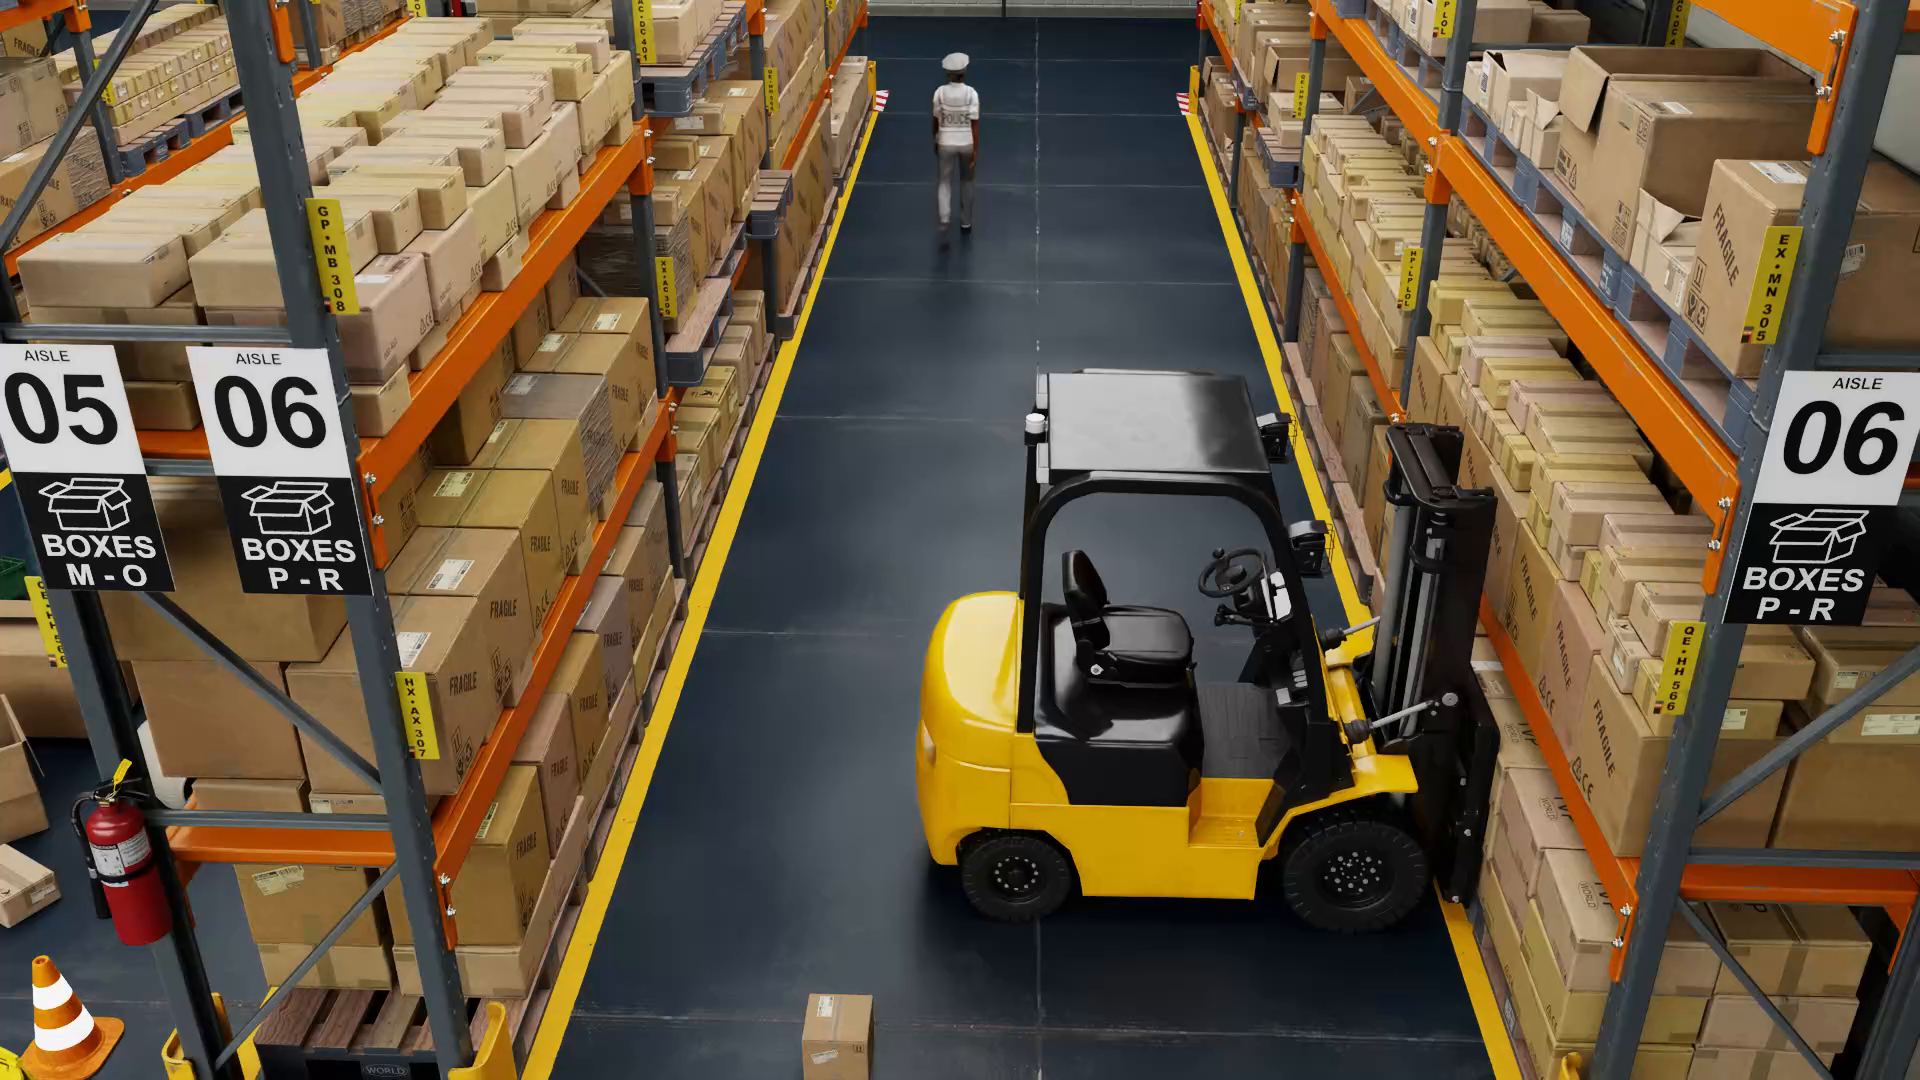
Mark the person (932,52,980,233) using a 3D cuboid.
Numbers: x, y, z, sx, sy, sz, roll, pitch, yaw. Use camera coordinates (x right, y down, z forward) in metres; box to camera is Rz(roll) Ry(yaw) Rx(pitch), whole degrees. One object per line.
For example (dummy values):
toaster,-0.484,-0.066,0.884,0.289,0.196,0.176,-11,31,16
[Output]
person,-0.039,-3.653,15.399,0.441,1.659,0.813,1,28,2
